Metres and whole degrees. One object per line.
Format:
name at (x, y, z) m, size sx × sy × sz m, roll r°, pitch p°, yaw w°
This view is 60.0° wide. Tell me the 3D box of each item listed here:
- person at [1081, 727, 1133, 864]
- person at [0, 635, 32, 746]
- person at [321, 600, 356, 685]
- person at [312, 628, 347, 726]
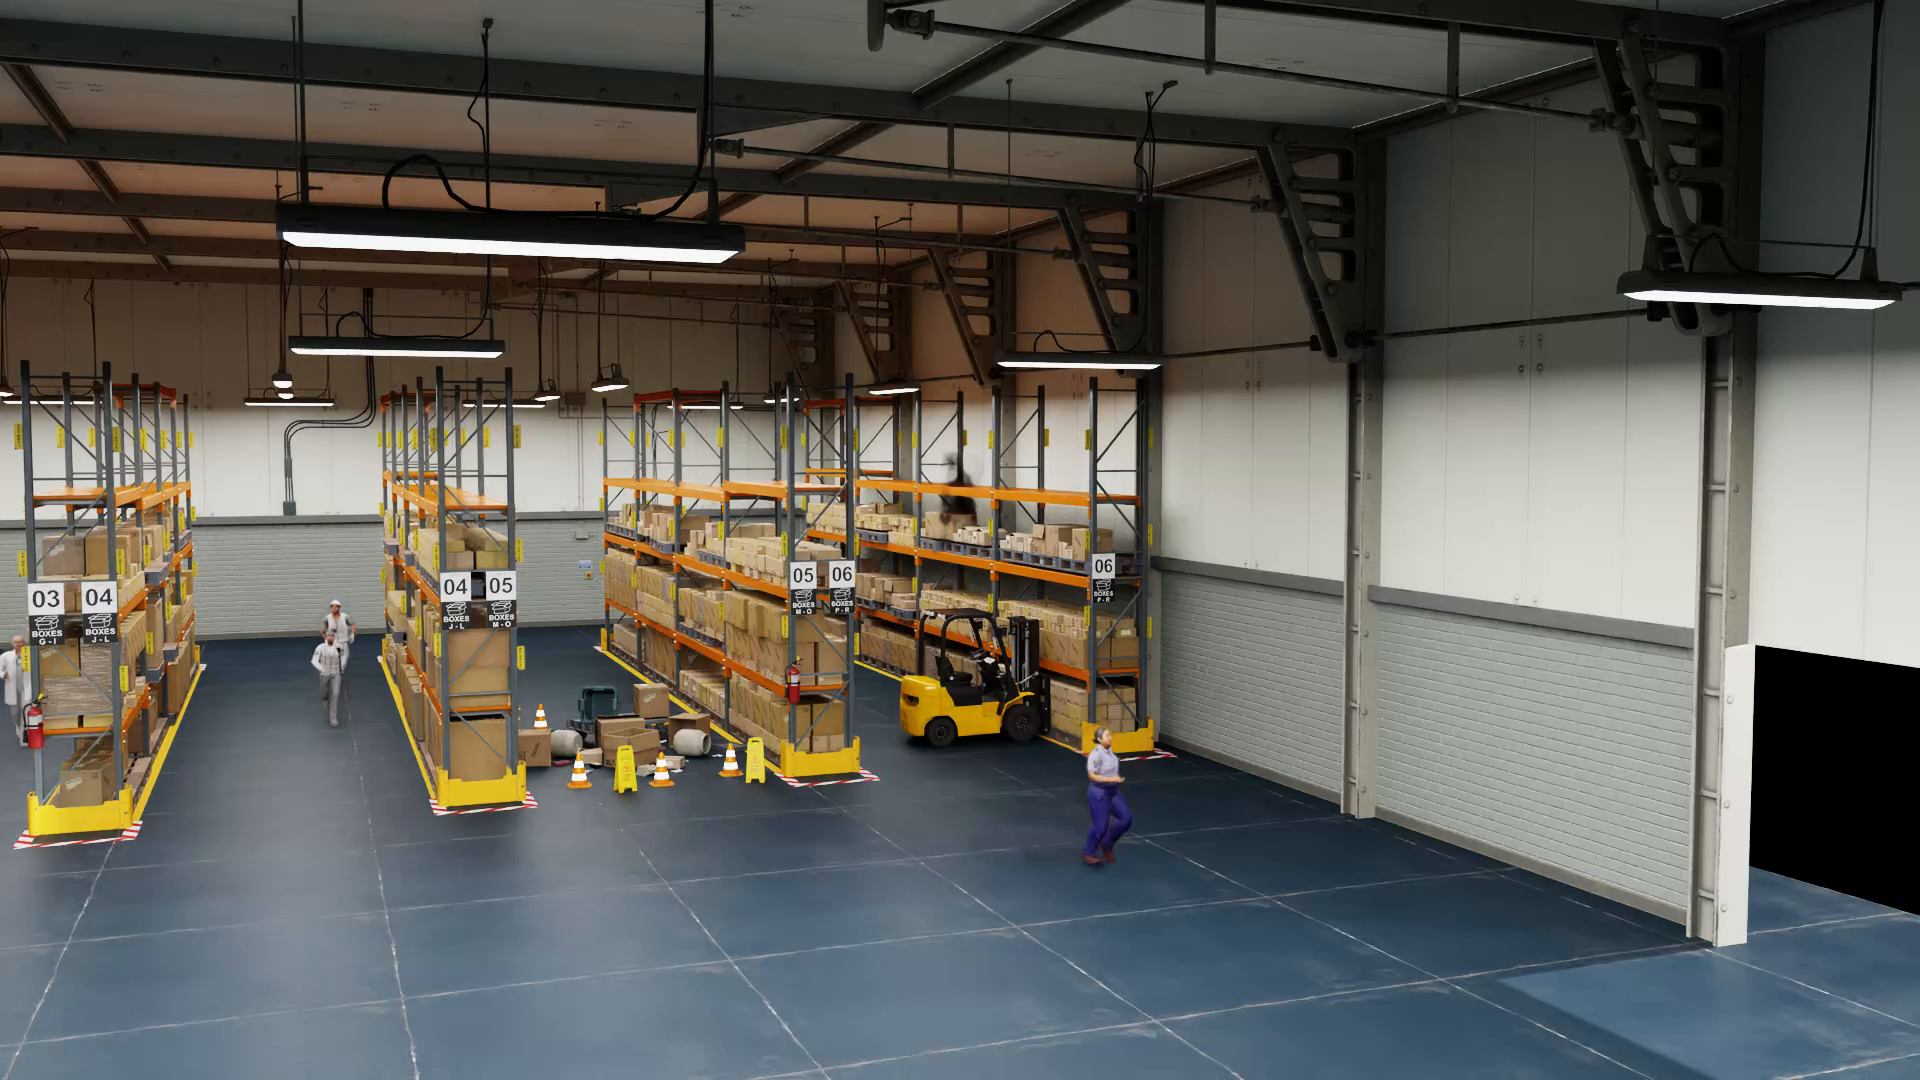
person at (1.702, 3.016, 19.513) m, size 0.604 × 1.630 × 0.667 m, roll 2°, pitch 4°, yaw 33°
person at (-15.484, 2.455, 27.398) m, size 0.712 × 1.776 × 1.037 m, roll -2°, pitch 4°, yaw -27°
person at (-12.626, 2.099, 33.761) m, size 0.669 × 1.742 × 0.517 m, roll -1°, pitch 4°, yaw -17°
person at (-11.215, 2.405, 29.587) m, size 0.588 × 1.696 × 1.053 m, roll -1°, pitch 4°, yaw -21°
